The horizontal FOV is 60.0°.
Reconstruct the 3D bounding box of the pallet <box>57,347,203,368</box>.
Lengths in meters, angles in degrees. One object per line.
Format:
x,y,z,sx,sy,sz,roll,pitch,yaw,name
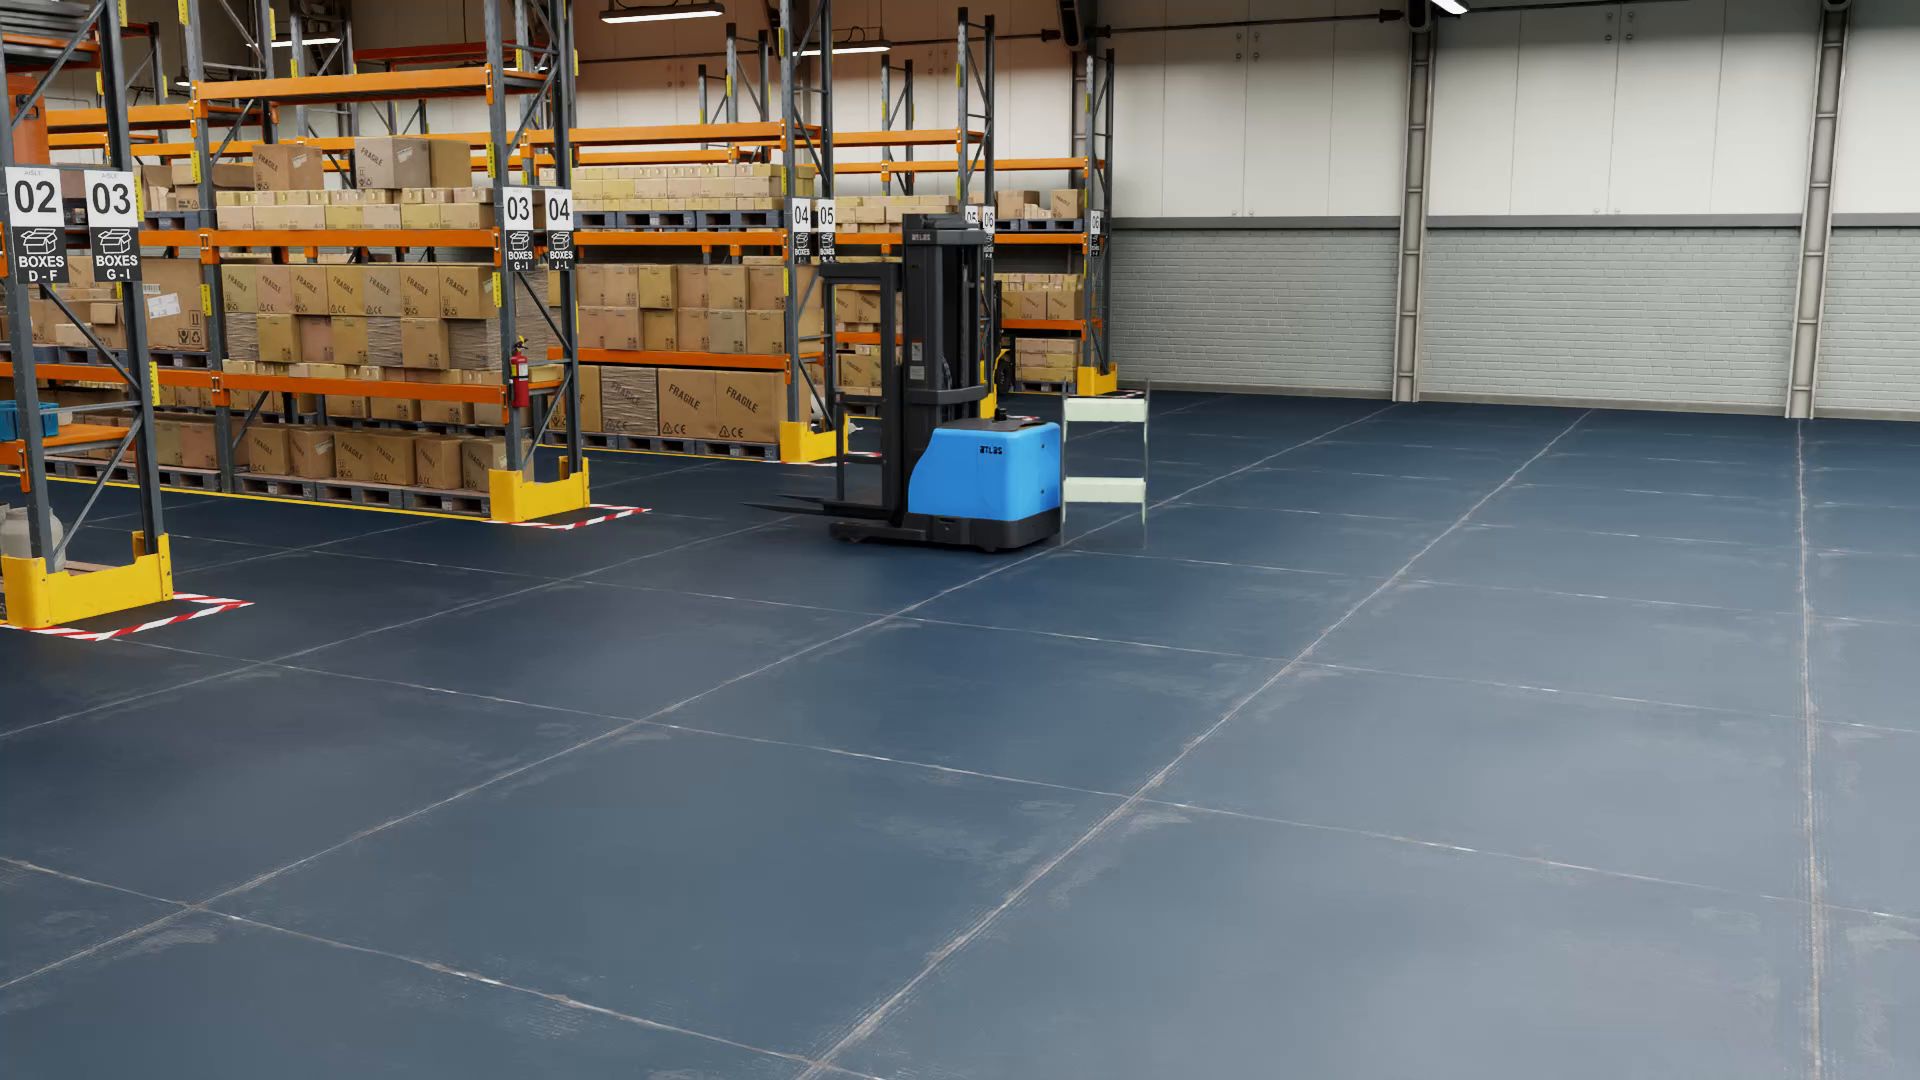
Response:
-9.523,-2.130,19.115,1.213,0.211,1.003,5,11,26,pallet

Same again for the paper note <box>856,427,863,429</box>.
-1.486,-1.622,24.105,0.142,0.019,0.148,1,10,6,paper note

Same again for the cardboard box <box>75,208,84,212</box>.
-10.082,-3.619,18.801,0.500,0.250,0.500,5,12,27,cardboard box

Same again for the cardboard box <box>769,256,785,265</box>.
-2.598,-4.216,26.178,0.500,0.500,0.700,5,11,26,cardboard box

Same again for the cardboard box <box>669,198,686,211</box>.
-3.444,-4.208,20.881,0.250,0.149,0.380,5,11,26,cardboard box

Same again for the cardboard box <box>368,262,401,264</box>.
-10.252,-4.732,29.867,0.500,0.500,0.500,5,11,26,cardboard box

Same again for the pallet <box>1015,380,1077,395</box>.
1.731,-2.801,30.111,1.213,0.211,1.003,5,11,26,pallet

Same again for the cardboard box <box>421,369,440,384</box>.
-5.178,-1.663,16.700,0.250,0.149,0.380,5,11,26,cardboard box

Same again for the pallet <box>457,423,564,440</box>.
-6.170,-1.519,23.032,1.213,0.211,1.003,5,11,26,pallet

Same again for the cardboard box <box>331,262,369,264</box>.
-11.064,-4.806,30.274,0.500,0.500,0.500,5,11,25,cardboard box

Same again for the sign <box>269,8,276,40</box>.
-7.473,-5.594,18.028,0.005,0.325,0.100,5,11,26,sign

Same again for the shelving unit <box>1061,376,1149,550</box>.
1.292,-0.691,14.837,0.755,1.500,0.431,1,10,6,shelving unit

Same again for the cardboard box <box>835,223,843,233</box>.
-1.789,-4.808,25.657,0.250,0.149,0.380,5,11,26,cardboard box

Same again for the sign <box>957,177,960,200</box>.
-0.021,-5.151,24.358,0.005,0.325,0.100,5,11,26,sign

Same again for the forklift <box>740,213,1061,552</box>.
-0.622,-1.502,15.297,3.031,2.935,1.130,5,12,28,forklift

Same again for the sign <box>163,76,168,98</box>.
-12.378,-7.052,25.859,0.005,0.325,0.100,5,11,26,sign

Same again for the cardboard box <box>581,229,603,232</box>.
-6.086,-5.405,27.971,0.500,0.500,0.700,5,11,26,cardboard box

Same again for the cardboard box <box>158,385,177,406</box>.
-12.073,-2.349,25.627,0.500,0.500,0.500,6,12,28,cardboard box

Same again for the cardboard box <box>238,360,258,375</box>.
-7.451,-1.848,17.725,0.250,0.149,0.380,5,11,26,cardboard box

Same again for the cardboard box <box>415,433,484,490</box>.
-5.246,-0.813,17.142,0.500,0.500,0.500,9,14,41,cardboard box

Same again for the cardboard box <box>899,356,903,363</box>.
-0.591,-2.570,25.445,0.500,0.500,0.500,5,11,26,cardboard box

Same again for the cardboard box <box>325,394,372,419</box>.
-8.525,-2.195,24.075,0.750,0.750,1.050,5,11,25,cardboard box

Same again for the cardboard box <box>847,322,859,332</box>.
-1.550,-3.321,25.864,0.250,0.149,0.380,5,11,26,cardboard box

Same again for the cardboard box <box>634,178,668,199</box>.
-3.770,-4.445,21.071,0.500,0.250,0.500,5,11,26,cardboard box

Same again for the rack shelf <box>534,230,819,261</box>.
-3.651,-3.807,21.441,4.000,0.370,1.077,5,11,26,rack shelf

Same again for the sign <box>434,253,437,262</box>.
-11.650,-6.192,36.883,0.005,0.325,0.100,5,11,26,sign

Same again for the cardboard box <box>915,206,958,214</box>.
-0.336,-4.872,24.890,0.500,0.250,0.500,5,11,25,cardboard box

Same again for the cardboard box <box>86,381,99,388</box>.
-13.538,-2.435,26.252,0.250,0.149,0.380,5,11,24,cardboard box

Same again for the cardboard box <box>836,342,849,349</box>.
-2.317,-3.574,32.045,0.625,0.625,0.875,5,11,25,cardboard box

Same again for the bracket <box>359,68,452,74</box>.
-11.391,-10.166,36.025,4.783,0.066,0.076,5,11,26,bracket

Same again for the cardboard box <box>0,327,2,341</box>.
-11.869,-2.422,19.911,0.500,0.500,0.500,5,12,28,cardboard box

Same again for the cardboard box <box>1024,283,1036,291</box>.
1.335,-4.537,29.774,0.250,0.149,0.380,5,11,25,cardboard box

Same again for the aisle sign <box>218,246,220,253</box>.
-14.299,-5.825,31.695,0.004,0.787,0.394,5,11,26,aisle sign

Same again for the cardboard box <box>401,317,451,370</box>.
-5.125,-2.007,16.780,0.500,0.500,0.875,5,11,26,cardboard box

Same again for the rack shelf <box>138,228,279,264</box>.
-9.523,-3.338,18.849,4.000,0.370,1.077,5,11,26,rack shelf

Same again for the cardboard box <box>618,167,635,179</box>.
-4.126,-4.660,21.141,0.250,0.149,0.380,5,11,26,cardboard box

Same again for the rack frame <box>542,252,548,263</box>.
-8.326,-5.065,34.792,0.127,3.000,1.000,5,11,26,rack frame

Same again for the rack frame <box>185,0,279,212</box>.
-7.730,-5.011,17.647,0.127,3.000,1.000,5,11,26,rack frame

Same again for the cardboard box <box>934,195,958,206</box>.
-0.192,-5.050,24.756,0.250,0.149,0.380,5,11,26,cardboard box

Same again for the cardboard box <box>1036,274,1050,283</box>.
1.539,-4.659,29.614,0.250,0.149,0.380,5,12,27,cardboard box

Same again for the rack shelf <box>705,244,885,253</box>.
-2.945,-5.714,31.976,4.000,0.370,1.077,5,11,26,rack shelf

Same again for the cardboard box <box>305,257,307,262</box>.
-11.819,-5.196,30.607,0.250,0.149,0.380,5,11,25,cardboard box

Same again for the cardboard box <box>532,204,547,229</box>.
-4.460,-3.225,16.624,0.500,0.250,0.500,5,12,28,cardboard box

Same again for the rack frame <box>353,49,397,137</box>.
-10.519,-7.224,29.876,0.127,3.000,1.000,5,11,26,rack frame

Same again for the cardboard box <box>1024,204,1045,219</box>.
1.330,-5.822,29.469,0.258,0.266,0.396,5,11,26,cardboard box

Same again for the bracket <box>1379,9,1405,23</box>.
7.061,-8.544,27.066,0.430,0.232,0.235,5,11,26,bracket

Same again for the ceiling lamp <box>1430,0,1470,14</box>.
6.813,-8.795,22.165,0.800,3.185,2.000,5,11,26,ceiling lamp

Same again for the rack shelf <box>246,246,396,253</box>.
-12.313,-5.551,31.078,4.000,0.370,1.077,5,11,26,rack shelf

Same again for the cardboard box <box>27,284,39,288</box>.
-14.550,-4.275,26.506,0.500,0.500,0.500,5,11,24,cardboard box

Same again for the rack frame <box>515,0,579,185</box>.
-5.444,-5.795,21.980,0.127,3.000,1.000,5,11,26,rack frame

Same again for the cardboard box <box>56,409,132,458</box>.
-10.204,-1.269,19.602,0.500,0.500,0.700,4,11,21,cardboard box

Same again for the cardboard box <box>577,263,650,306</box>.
-4.584,-3.389,22.077,0.550,0.550,0.875,5,11,26,cardboard box

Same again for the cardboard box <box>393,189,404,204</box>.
-5.407,-3.412,16.542,0.250,0.149,0.380,5,11,26,cardboard box
